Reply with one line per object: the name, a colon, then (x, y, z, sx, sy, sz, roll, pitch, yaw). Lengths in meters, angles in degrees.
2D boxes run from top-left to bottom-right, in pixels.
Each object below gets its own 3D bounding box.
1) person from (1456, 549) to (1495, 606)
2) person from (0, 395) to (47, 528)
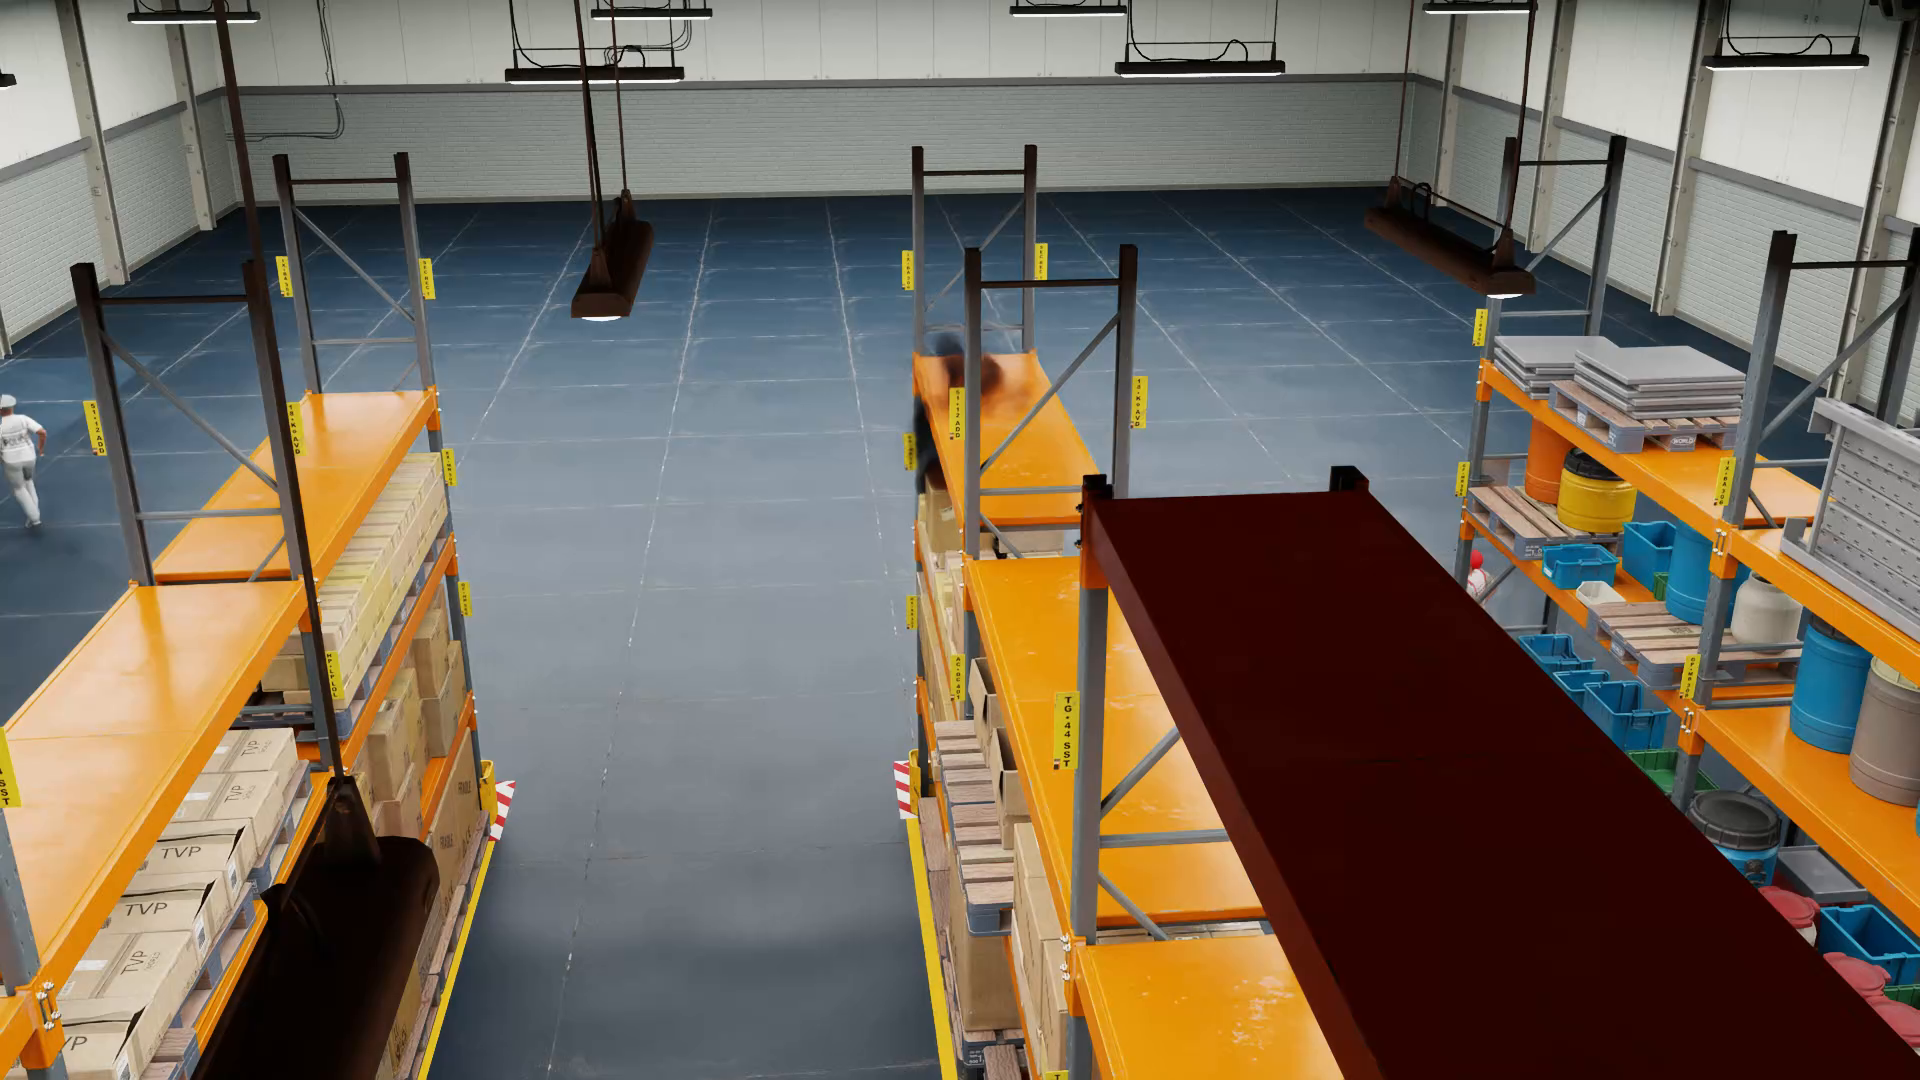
person: (5.148, 0.856, 17.138, 0.527, 1.720, 0.711, 11, 24, 25)
person: (-12.334, -1.003, 21.796, 0.794, 1.856, 0.638, 15, 26, 34)
